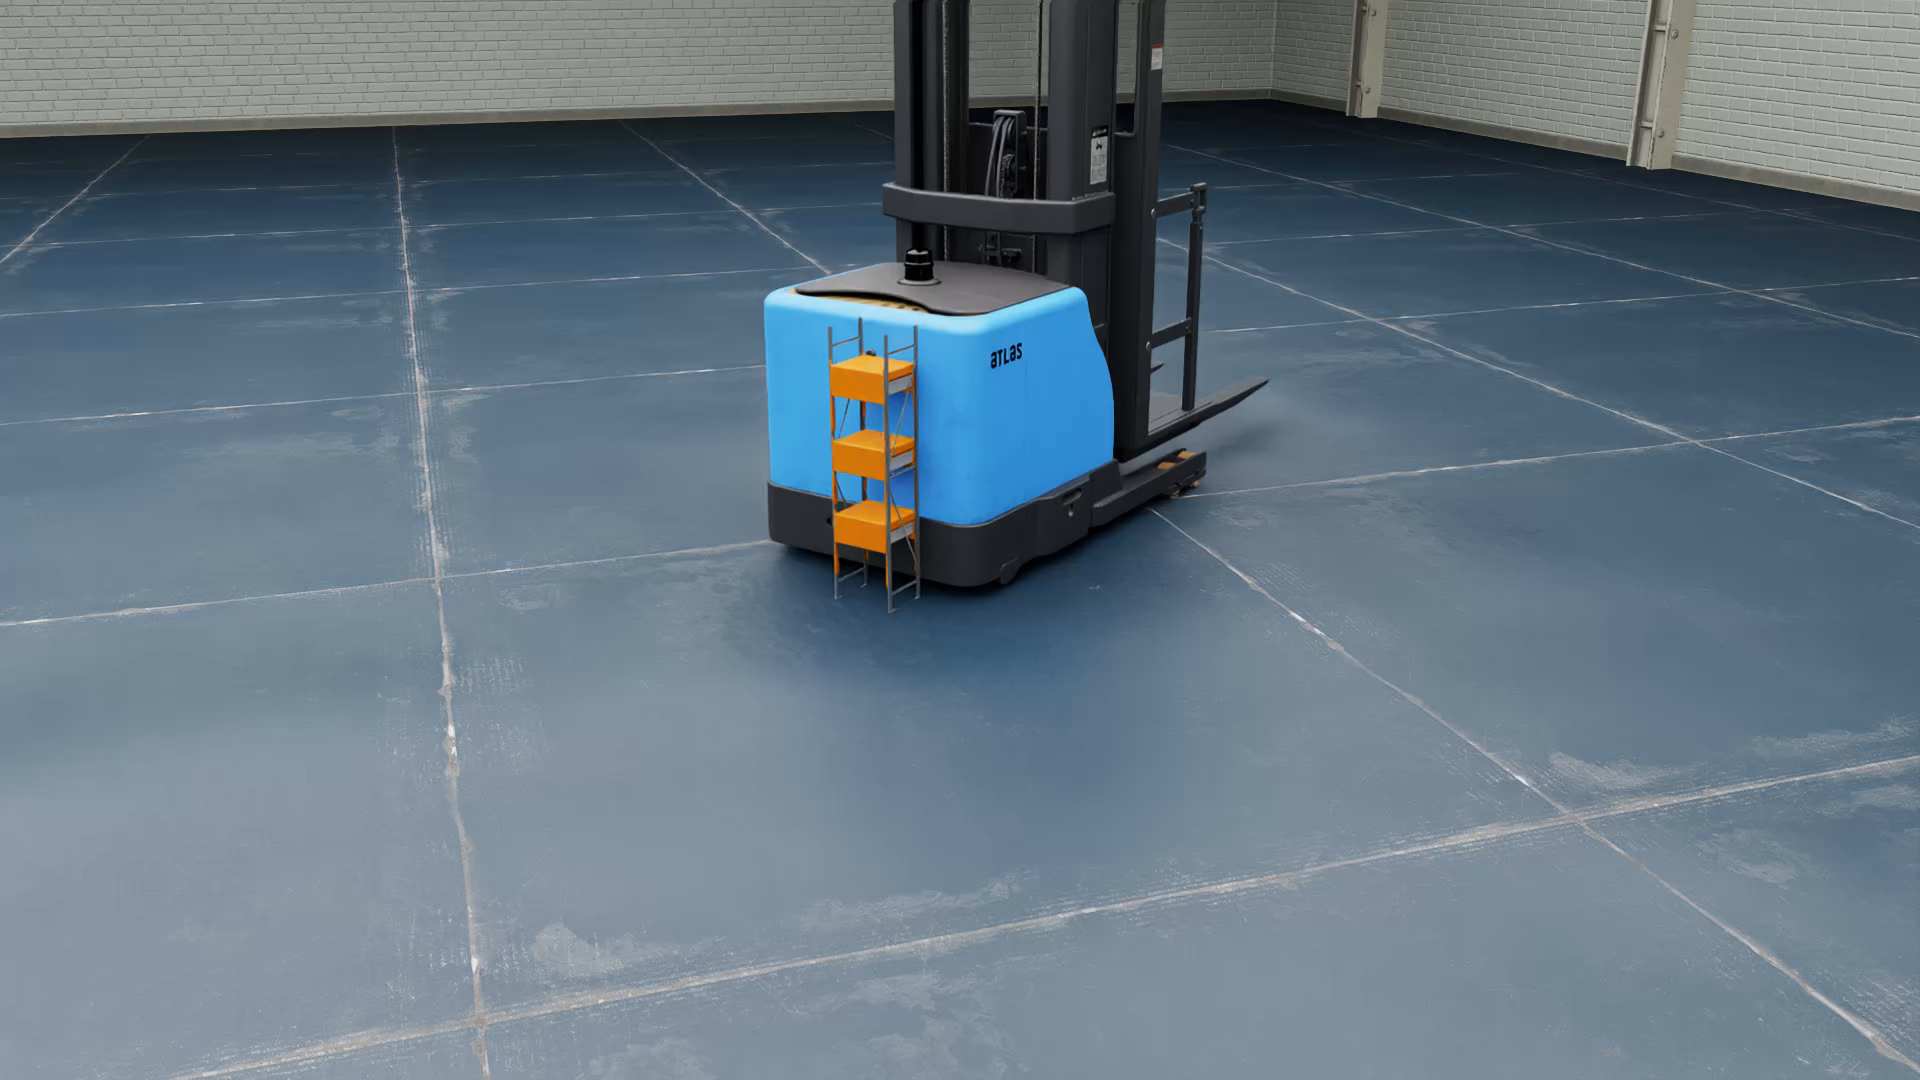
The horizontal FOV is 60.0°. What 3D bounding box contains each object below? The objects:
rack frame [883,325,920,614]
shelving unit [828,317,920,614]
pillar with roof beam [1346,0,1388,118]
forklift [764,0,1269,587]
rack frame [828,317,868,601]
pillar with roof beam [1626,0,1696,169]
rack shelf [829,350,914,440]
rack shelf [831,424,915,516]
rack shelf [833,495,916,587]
[{"bbox_3d":[-0.210,-0.248,6.054,0.008,1.050,0.200,13,23,31],"label":"rack frame"},{"bbox_3d":[-0.312,-0.271,6.117,0.252,1.050,0.215,13,23,31],"label":"shelving unit"},{"bbox_3d":[1.670,-9.843,21.009,9.100,9.000,0.400,-6,21,-17],"label":"pillar with roof beam"},{"bbox_3d":[0.469,-1.645,7.160,1.130,2.935,3.031,13,23,32],"label":"forklift"},{"bbox_3d":[-0.414,-0.293,6.180,0.008,1.050,0.200,13,23,31],"label":"rack frame"},{"bbox_3d":[3.556,-7.918,15.649,9.100,9.000,0.400,-6,21,-17],"label":"pillar with roof beam"},{"bbox_3d":[-0.312,-0.528,6.025,0.240,0.259,0.215,13,23,31],"label":"rack shelf"},{"bbox_3d":[-0.312,-0.261,6.121,0.240,0.259,0.215,13,23,31],"label":"rack shelf"},{"bbox_3d":[-0.312,0.001,6.215,0.240,0.259,0.215,13,23,31],"label":"rack shelf"}]
